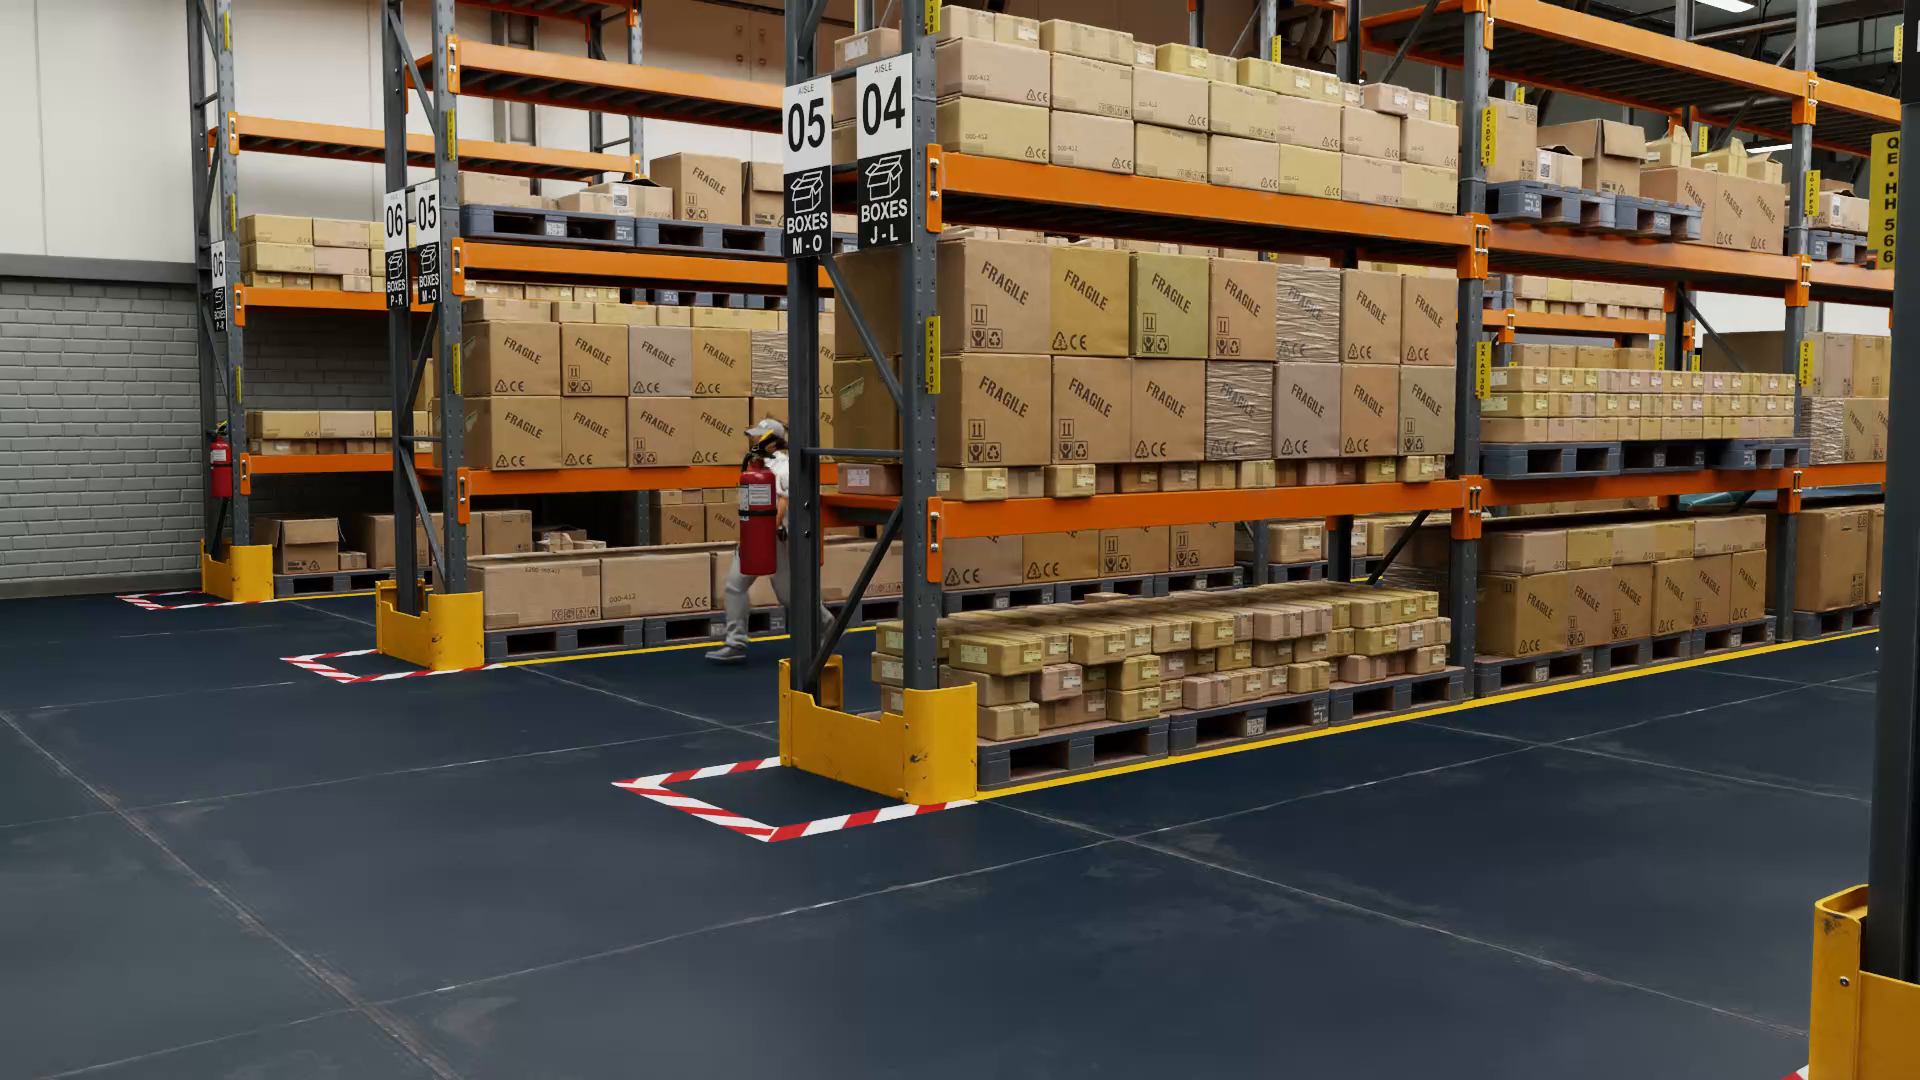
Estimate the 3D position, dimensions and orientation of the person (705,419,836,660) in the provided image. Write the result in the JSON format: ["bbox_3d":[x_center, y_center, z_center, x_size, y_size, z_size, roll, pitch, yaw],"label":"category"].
[{"bbox_3d":[-1.259,-0.009,11.224,0.949,1.615,0.479,-3,5,-37],"label":"person"}]
